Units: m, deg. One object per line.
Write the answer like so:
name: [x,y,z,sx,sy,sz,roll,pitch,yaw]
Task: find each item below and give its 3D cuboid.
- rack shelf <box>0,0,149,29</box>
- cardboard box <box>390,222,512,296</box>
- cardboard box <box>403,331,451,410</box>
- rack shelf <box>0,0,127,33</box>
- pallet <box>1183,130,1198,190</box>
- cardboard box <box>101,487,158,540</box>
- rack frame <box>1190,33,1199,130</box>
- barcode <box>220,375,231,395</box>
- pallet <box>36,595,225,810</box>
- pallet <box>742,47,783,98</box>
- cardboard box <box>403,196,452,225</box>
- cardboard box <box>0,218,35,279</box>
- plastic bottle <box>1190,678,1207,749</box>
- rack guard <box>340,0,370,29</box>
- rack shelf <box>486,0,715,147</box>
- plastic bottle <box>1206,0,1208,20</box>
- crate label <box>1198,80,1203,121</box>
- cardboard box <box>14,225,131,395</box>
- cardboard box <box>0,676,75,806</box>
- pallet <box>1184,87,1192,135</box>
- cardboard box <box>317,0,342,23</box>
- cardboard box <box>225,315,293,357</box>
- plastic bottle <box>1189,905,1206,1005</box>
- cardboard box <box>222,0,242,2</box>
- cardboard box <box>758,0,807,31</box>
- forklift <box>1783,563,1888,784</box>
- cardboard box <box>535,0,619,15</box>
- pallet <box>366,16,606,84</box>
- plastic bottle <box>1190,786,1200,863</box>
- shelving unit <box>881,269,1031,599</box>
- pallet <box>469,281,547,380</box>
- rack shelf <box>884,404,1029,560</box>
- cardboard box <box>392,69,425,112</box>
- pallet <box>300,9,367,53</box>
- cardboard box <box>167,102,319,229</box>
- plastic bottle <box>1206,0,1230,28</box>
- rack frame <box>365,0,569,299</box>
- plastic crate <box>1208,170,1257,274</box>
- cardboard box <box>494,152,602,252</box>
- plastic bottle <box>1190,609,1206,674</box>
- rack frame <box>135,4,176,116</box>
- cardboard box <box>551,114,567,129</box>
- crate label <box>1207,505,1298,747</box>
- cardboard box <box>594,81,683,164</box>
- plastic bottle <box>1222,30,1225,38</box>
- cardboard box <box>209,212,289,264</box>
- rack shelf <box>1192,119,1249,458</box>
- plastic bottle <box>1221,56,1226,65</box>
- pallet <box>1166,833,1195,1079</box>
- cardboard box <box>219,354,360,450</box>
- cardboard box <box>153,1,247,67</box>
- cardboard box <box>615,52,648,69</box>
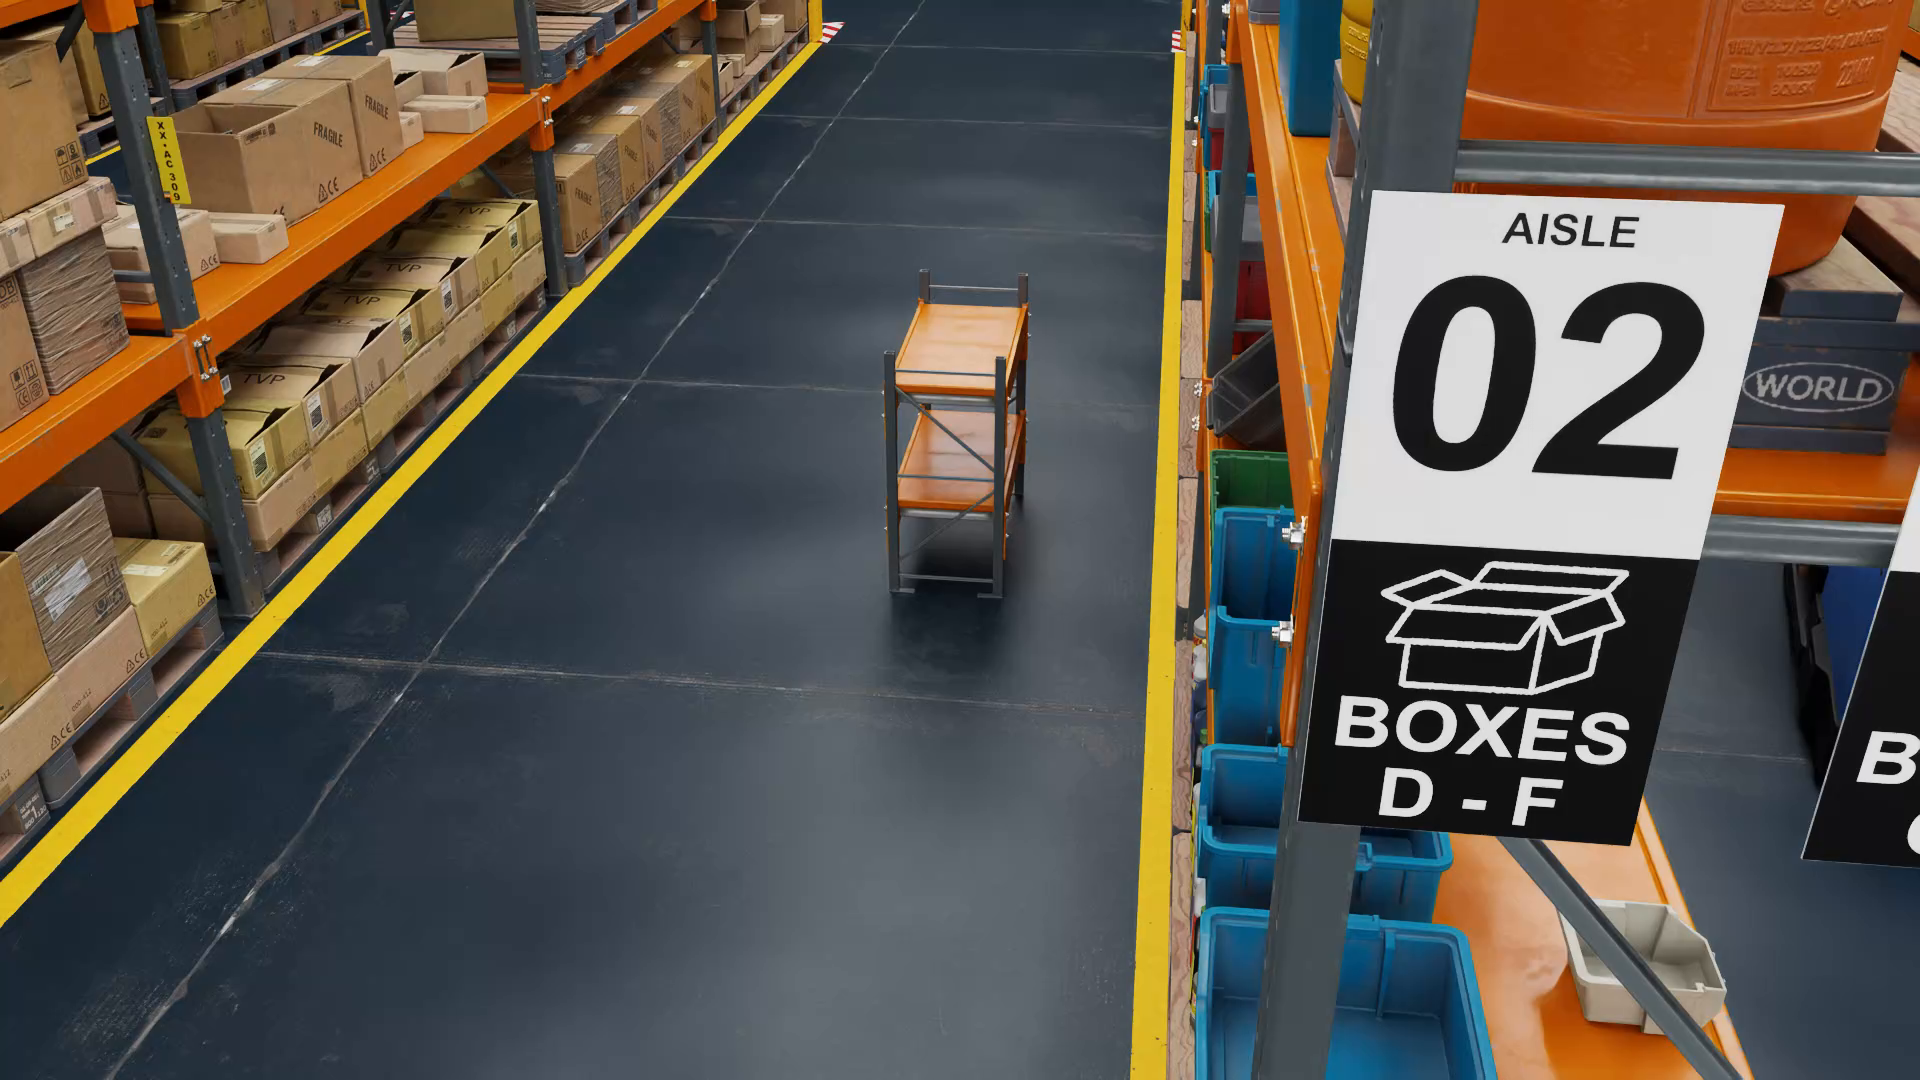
rack shelf: [-7.695,-3.830,12.454,1.077,0.370,4.000,3,28,6]
cardboard box: [-2.900,-1.634,9.486,0.500,0.311,0.500,3,28,5]
cardboard box: [-3.030,-0.910,8.732,0.500,0.250,0.500,4,29,7]
rack shelf: [-3.758,-1.098,4.222,1.077,0.370,4.000,3,28,6]
pallet: [2.247,-2.924,12.954,1.003,0.211,1.213,3,28,6]
cardboard box: [-3.750,-0.222,7.456,0.500,0.250,0.500,3,28,6]
rack frame: [2.383,-4.512,12.962,1.000,3.000,0.127,3,28,6]
barcode: [-3.069,-0.648,6.949,0.001,0.075,0.075,3,28,6]
pallet: [-3.652,0.564,6.481,1.003,0.211,1.213,3,28,6]
pallet: [-2.301,-4.473,15.830,1.003,0.211,1.213,3,28,6]
cardboard box: [-3.379,-1.911,9.999,0.500,0.311,0.500,4,29,8]
cardboard box: [-3.396,-0.985,5.627,0.380,0.149,0.250,3,28,5]
plastic bottle: [0.892,0.582,5.836,0.144,0.351,0.185,4,29,8]
rack guard: [-6.957,-5.881,18.140,1.175,0.500,0.348,3,28,6]
rack shelf: [-2.778,-3.543,11.923,1.077,0.370,4.000,3,28,6]
plastic bottle: [1.834,-3.826,11.820,0.152,0.276,0.135,3,28,6]
crate label: [1.469,-2.379,9.180,0.303,0.233,0.416,3,28,6]
cardboard box: [-3.561,-0.871,6.098,0.700,0.500,0.500,3,28,5]
cardboard box: [-3.471,0.692,5.760,0.500,0.250,0.500,3,28,6]
pallet: [2.434,-3.633,14.270,1.003,0.211,1.213,3,28,6]
cardboard box: [-6.946,-5.720,17.397,0.700,0.500,0.500,3,28,6]
cardboard box: [-3.627,-0.944,8.206,0.500,0.311,0.500,3,28,6]
plastic bottle: [0.699,1.193,4.774,0.061,0.283,0.133,4,29,7]
cardboard box: [-6.970,-5.200,15.749,0.380,0.149,0.250,3,28,5]
cardboard box: [-1.865,-5.507,16.982,0.500,0.500,0.500,3,28,6]
forklift: [4.099,-0.906,6.341,1.130,2.935,3.031,10,30,18]
cardboard box: [-2.756,-3.870,11.223,0.700,0.500,0.500,9,30,16]
pallet: [-3.010,-3.157,10.650,1.213,0.211,1.003,3,28,6]
plastic bottle: [0.816,0.871,5.300,0.144,0.351,0.185,3,28,6]
shelving unit: [0.001,-0.498,7.489,0.538,1.125,1.048,3,28,6]
pallet: [-3.163,-1.306,9.951,1.003,0.211,1.213,3,28,6]
rack shelf: [0.001,-0.283,7.605,0.538,0.278,1.000,3,28,6]
cardboard box: [-3.325,-2.470,9.266,0.500,0.311,0.500,3,28,6]
pallet: [-6.980,-5.362,17.480,1.003,0.211,1.213,3,28,6]
cardboard box: [-3.338,-1.688,7.616,0.500,0.500,0.500,5,29,10]
plastic bottle: [1.806,-3.717,11.617,0.152,0.276,0.135,3,28,6]
rack frame: [-3.023,-2.919,10.005,1.000,3.000,0.127,3,28,6]
plastic crate: [1.229,-1.277,6.974,0.392,0.384,0.575,3,28,6]
cardboard box: [-2.684,-2.210,10.861,0.500,0.500,0.500,5,29,8]
plastic bottle: [0.928,0.386,6.284,0.097,0.271,0.097,0,28,0]
rack frame: [-7.450,-5.088,14.031,1.000,3.000,0.127,3,28,6]
cardboard box: [-3.078,-2.709,11.788,0.500,0.500,0.500,2,28,4]
crate label: [0.869,0.239,4.107,0.502,0.435,0.616,3,28,6]
cardboard box: [-2.440,-3.178,12.657,0.500,0.500,0.500,4,29,7]
plastic bottle: [1.627,-3.133,10.538,0.097,0.271,0.097,0,28,0]
cardboard box: [-3.202,-1.330,7.322,0.380,0.149,0.250,3,28,6]
rack shelf: [1.648,-1.371,7.891,1.077,0.370,4.000,3,28,6]
plastic bottle: [1.551,-2.810,10.013,0.097,0.201,0.097,0,28,0]
pallet: [1.132,1.371,4.983,1.003,0.211,1.213,3,28,6]
cardboard box: [-3.149,-0.673,7.701,0.500,0.311,0.500,3,28,6]
cardboard box: [-7.191,-4.754,15.605,0.700,0.500,0.500,3,28,6]
cardboard box: [-2.834,-3.681,13.592,0.500,0.500,0.500,2,28,4]
